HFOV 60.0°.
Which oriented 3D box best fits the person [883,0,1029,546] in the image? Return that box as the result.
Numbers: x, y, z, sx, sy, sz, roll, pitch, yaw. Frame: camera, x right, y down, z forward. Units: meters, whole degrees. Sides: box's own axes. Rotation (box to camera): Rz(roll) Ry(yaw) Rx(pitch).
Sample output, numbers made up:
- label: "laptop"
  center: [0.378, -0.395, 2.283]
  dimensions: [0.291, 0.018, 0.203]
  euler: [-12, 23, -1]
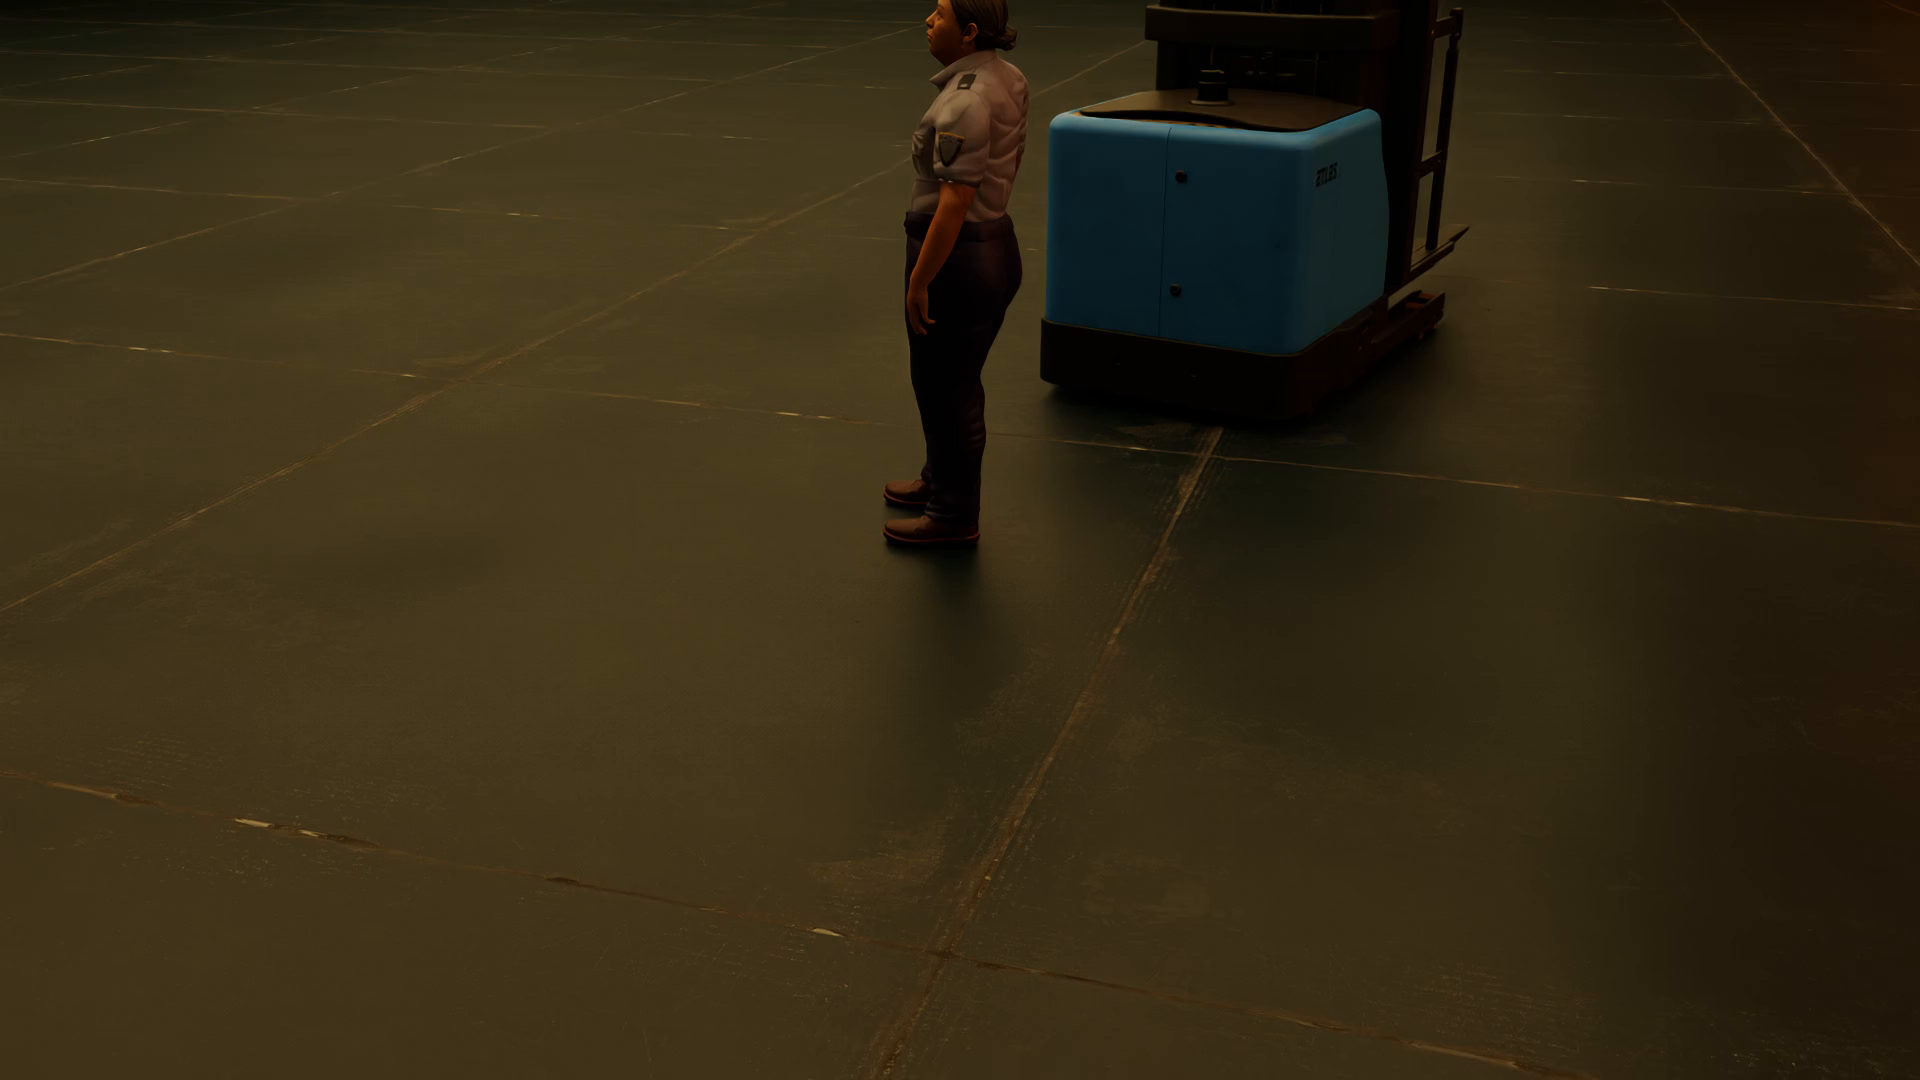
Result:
- label: "person"
  center: [-0.078, -0.783, 4.849]
  dimensions: [0.503, 1.642, 0.599]
  euler: [7, 23, 16]

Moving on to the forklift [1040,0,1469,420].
- label: "forklift"
  center: [1.496, -2.301, 6.854]
  dimensions: [1.130, 2.935, 3.031]
  euler: [13, 26, 28]
